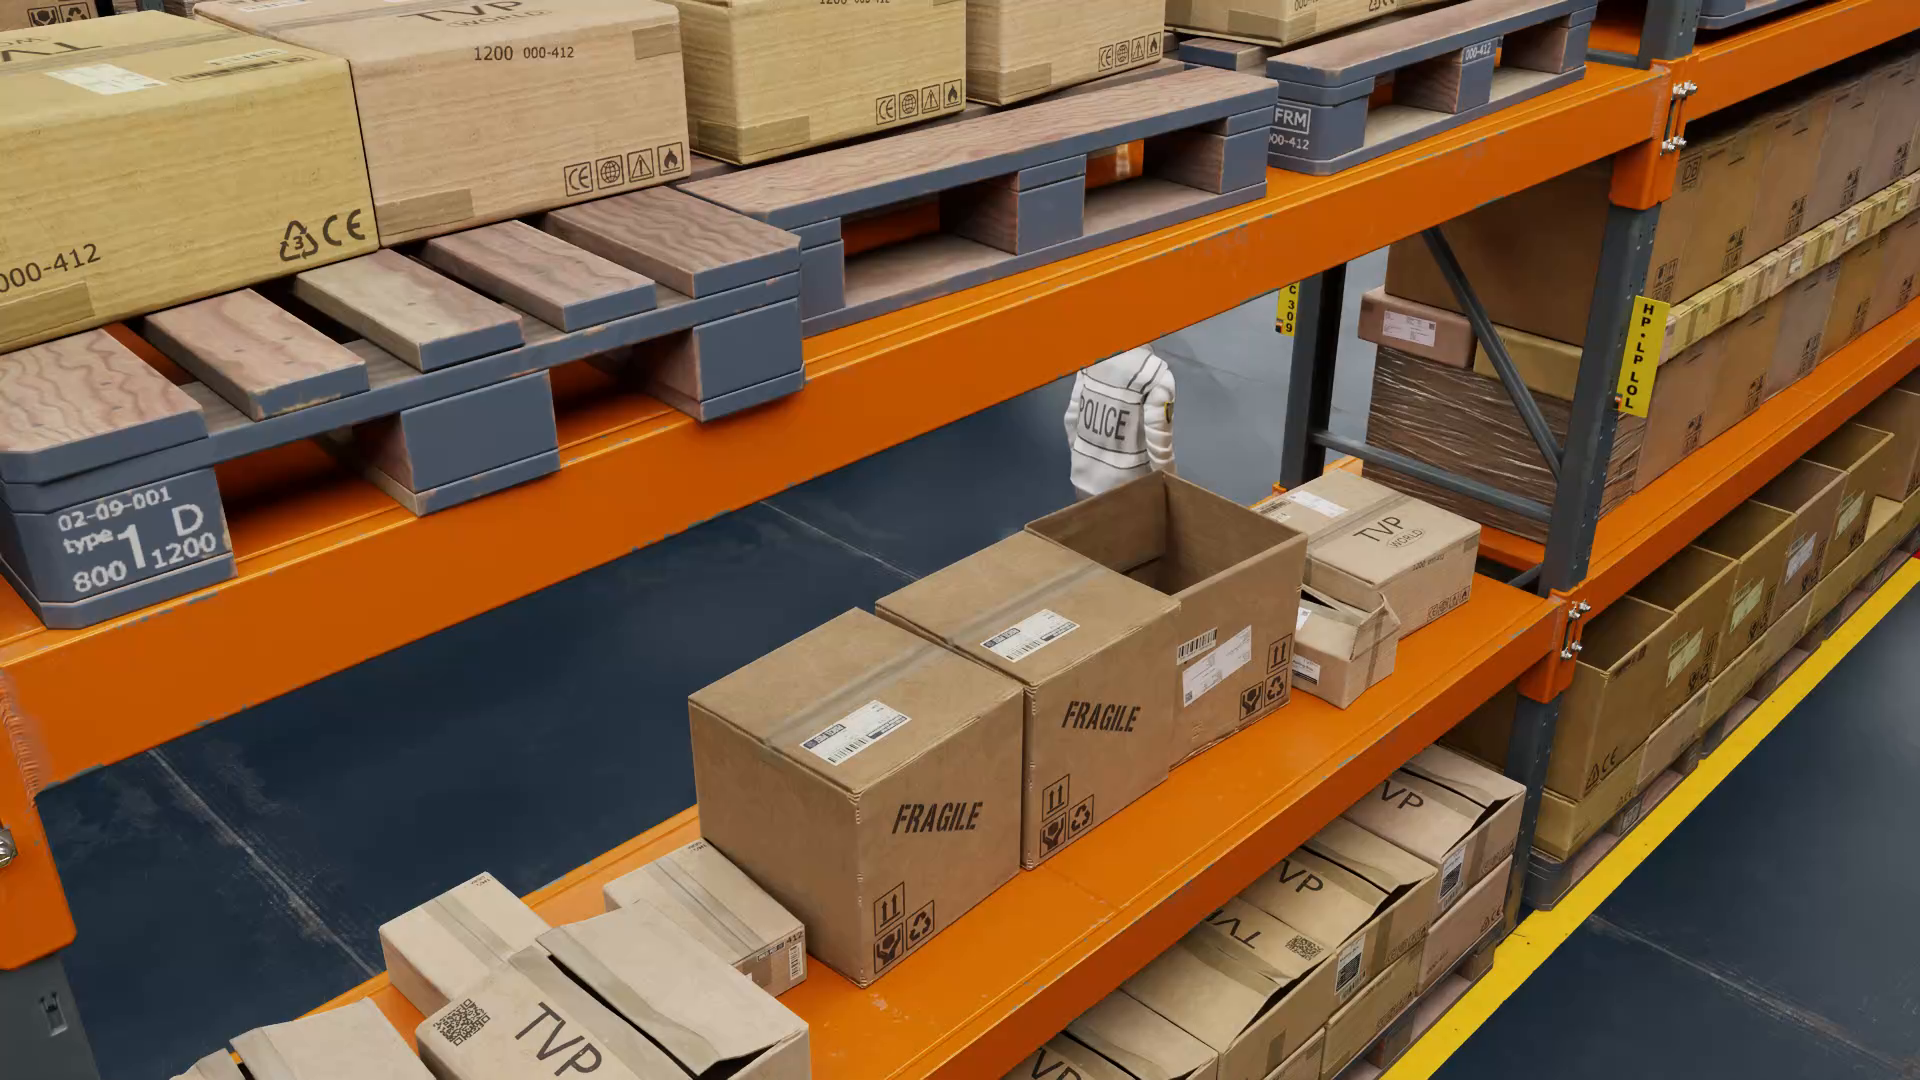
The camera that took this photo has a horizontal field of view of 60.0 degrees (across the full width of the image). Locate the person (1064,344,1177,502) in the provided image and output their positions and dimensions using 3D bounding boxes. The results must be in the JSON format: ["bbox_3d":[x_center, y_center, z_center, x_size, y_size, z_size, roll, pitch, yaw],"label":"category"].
[{"bbox_3d":[0.639,-0.208,6.511,0.375,1.662,0.526,-25,37,-38],"label":"person"}]
